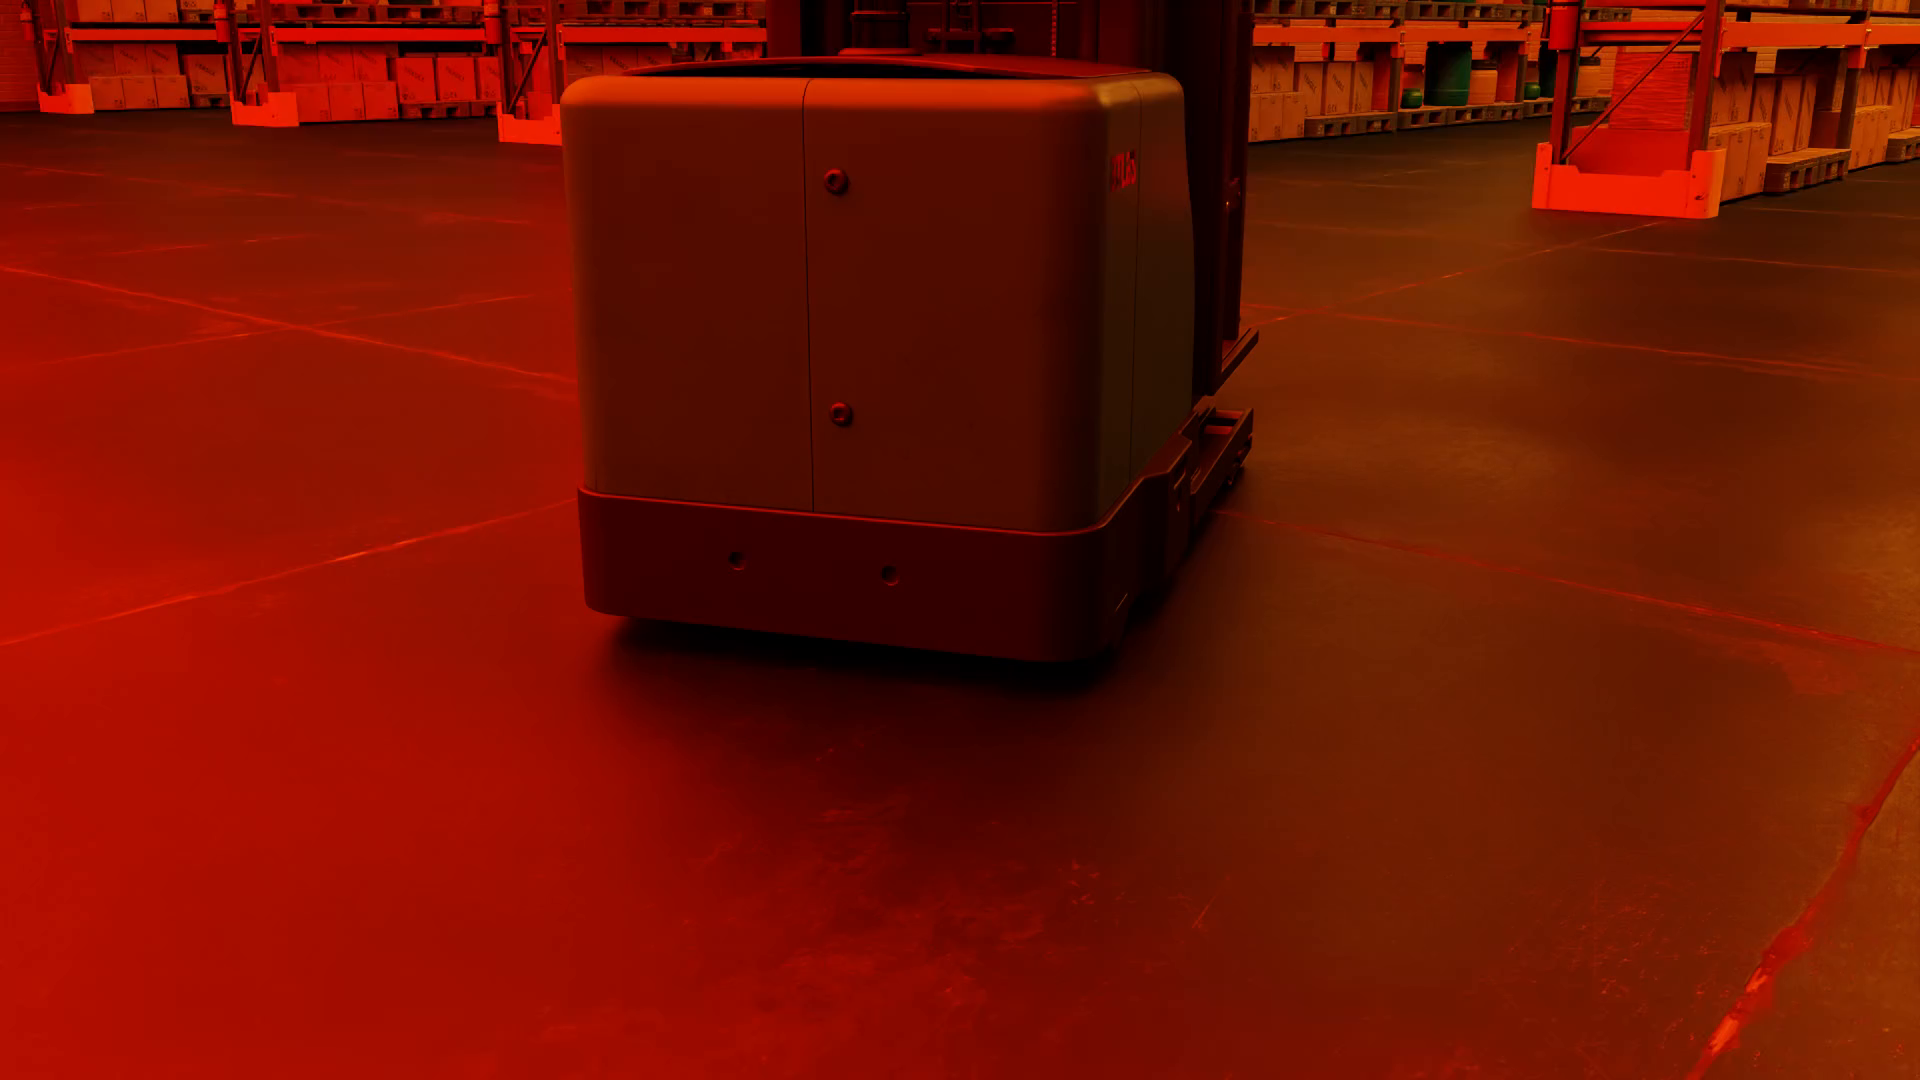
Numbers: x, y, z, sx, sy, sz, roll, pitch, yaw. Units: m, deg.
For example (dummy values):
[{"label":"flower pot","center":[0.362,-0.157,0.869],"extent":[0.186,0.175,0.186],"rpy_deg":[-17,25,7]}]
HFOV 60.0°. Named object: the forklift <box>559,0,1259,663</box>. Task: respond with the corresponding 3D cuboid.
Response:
[{"label":"forklift","center":[0.182,-1.571,4.072],"extent":[1.130,2.935,3.031],"rpy_deg":[5,18,17]}]
